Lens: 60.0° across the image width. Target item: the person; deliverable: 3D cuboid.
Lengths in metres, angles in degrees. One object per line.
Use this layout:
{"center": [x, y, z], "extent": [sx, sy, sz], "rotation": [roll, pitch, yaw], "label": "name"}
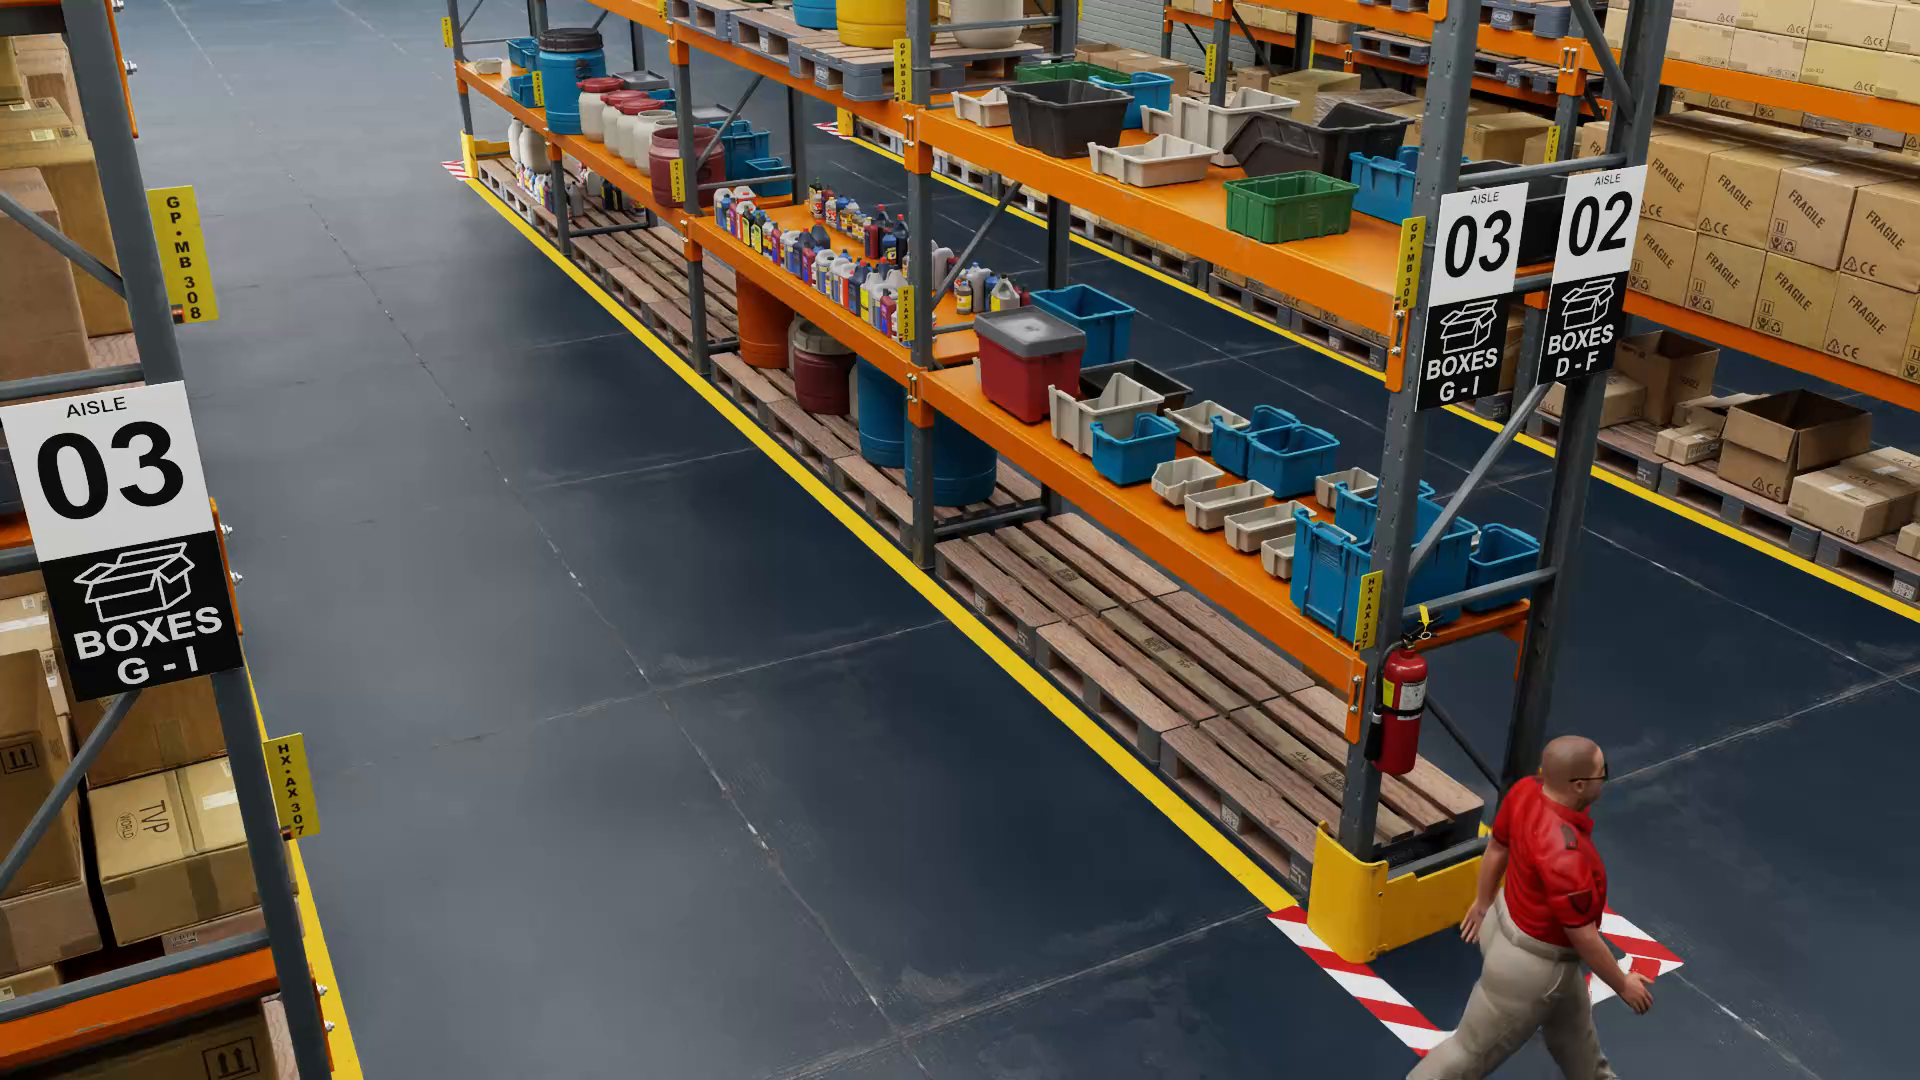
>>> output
{"center": [2.041, 1.390, 5.679], "extent": [1.093, 1.657, 0.571], "rotation": [3, 26, 6], "label": "person"}
